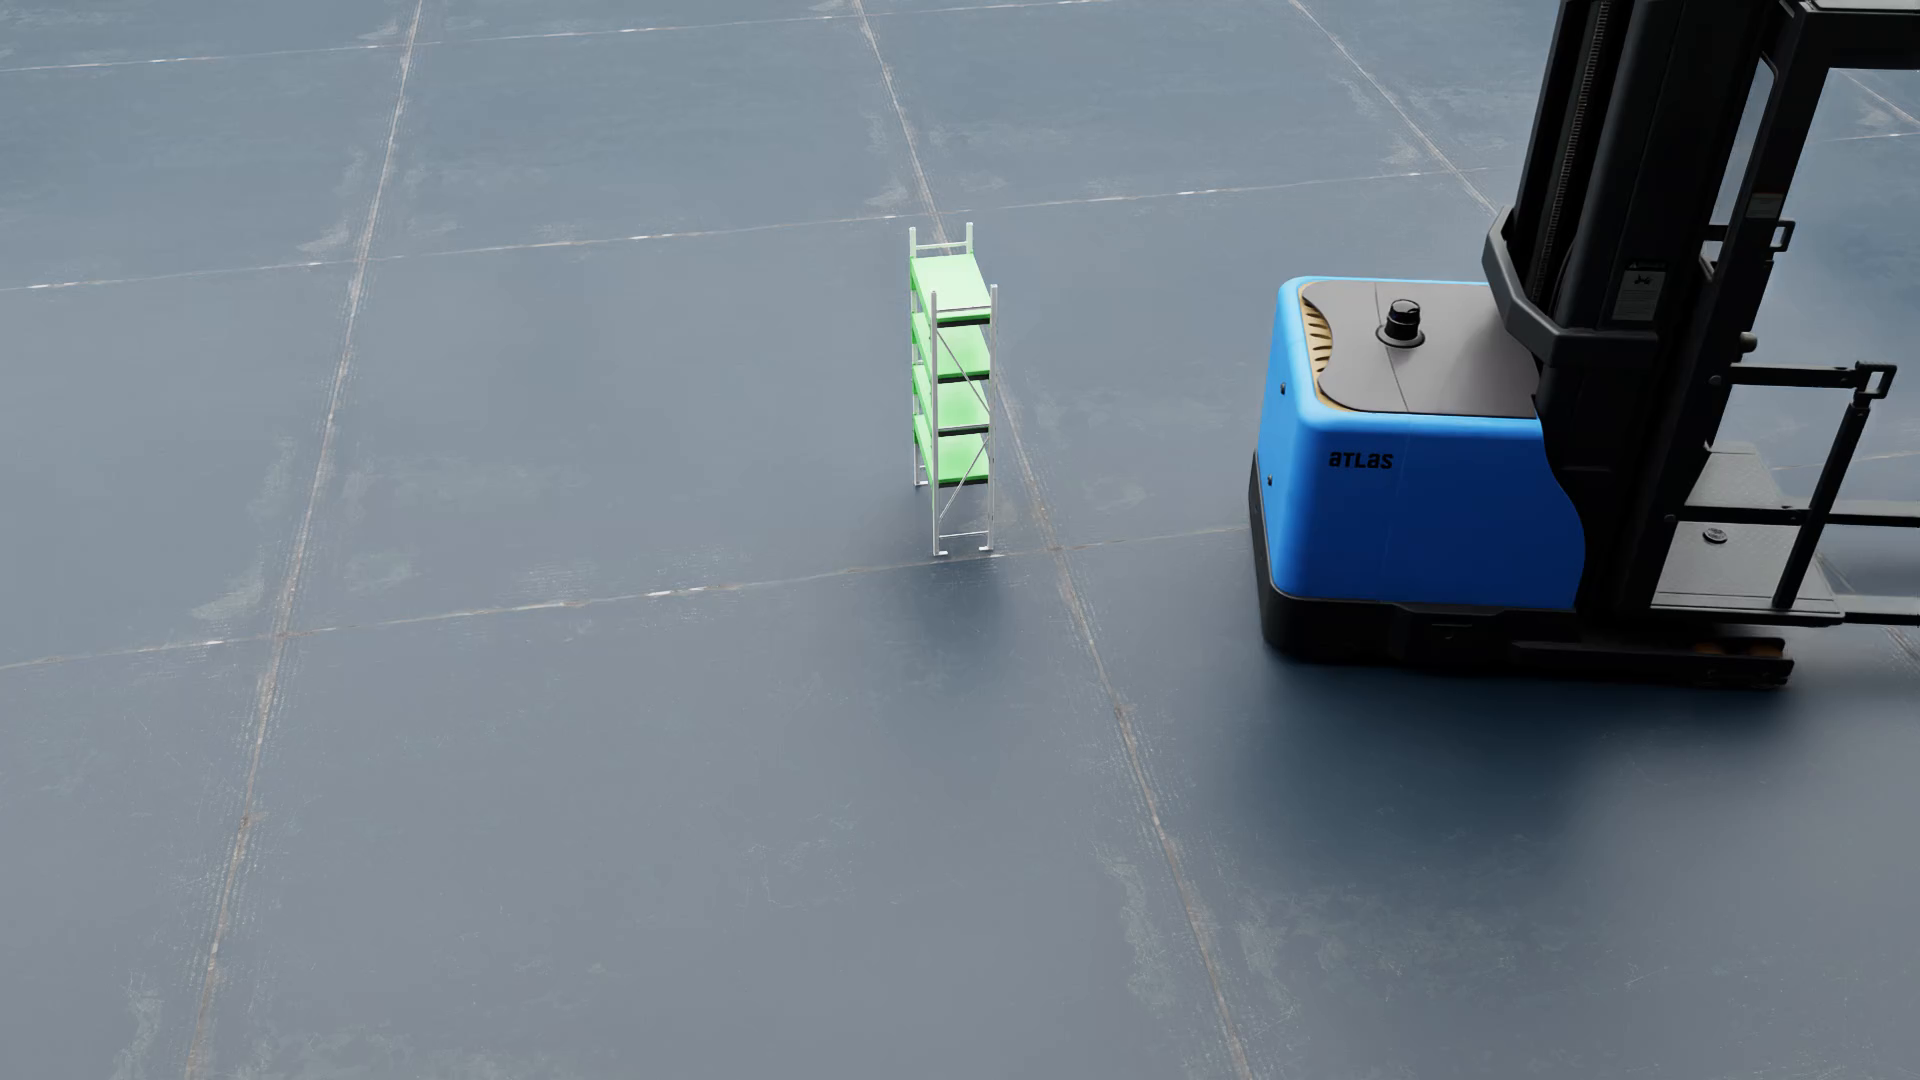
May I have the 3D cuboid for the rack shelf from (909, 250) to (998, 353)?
[{"bbox_3d":[-0.029,-0.902,6.255,0.258,0.148,0.480,-6,38,-8],"label":"rack shelf"}]

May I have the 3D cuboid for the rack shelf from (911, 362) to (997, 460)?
[{"bbox_3d":[-0.029,-0.523,6.550,0.258,0.148,0.480,-6,38,-8],"label":"rack shelf"}]

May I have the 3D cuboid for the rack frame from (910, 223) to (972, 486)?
[{"bbox_3d":[-0.072,-0.721,6.700,0.240,1.200,0.015,-6,38,-8],"label":"rack frame"}]

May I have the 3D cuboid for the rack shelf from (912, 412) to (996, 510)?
[{"bbox_3d":[-0.029,-0.334,6.697,0.258,0.148,0.480,-6,38,-8],"label":"rack shelf"}]

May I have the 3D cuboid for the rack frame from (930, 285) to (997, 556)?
[{"bbox_3d":[0.014,-0.426,6.321,0.240,1.200,0.015,-6,38,-8],"label":"rack frame"}]

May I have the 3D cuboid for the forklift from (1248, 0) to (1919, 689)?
[{"bbox_3d":[2.669,-0.956,5.592,3.031,2.935,1.130,3,38,3],"label":"forklift"}]

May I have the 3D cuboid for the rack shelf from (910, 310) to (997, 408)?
[{"bbox_3d":[-0.029,-0.713,6.403,0.258,0.148,0.480,-6,38,-8],"label":"rack shelf"}]

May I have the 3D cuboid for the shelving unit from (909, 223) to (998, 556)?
[{"bbox_3d":[-0.029,-0.574,6.511,0.258,1.200,0.503,-6,38,-8],"label":"shelving unit"}]
